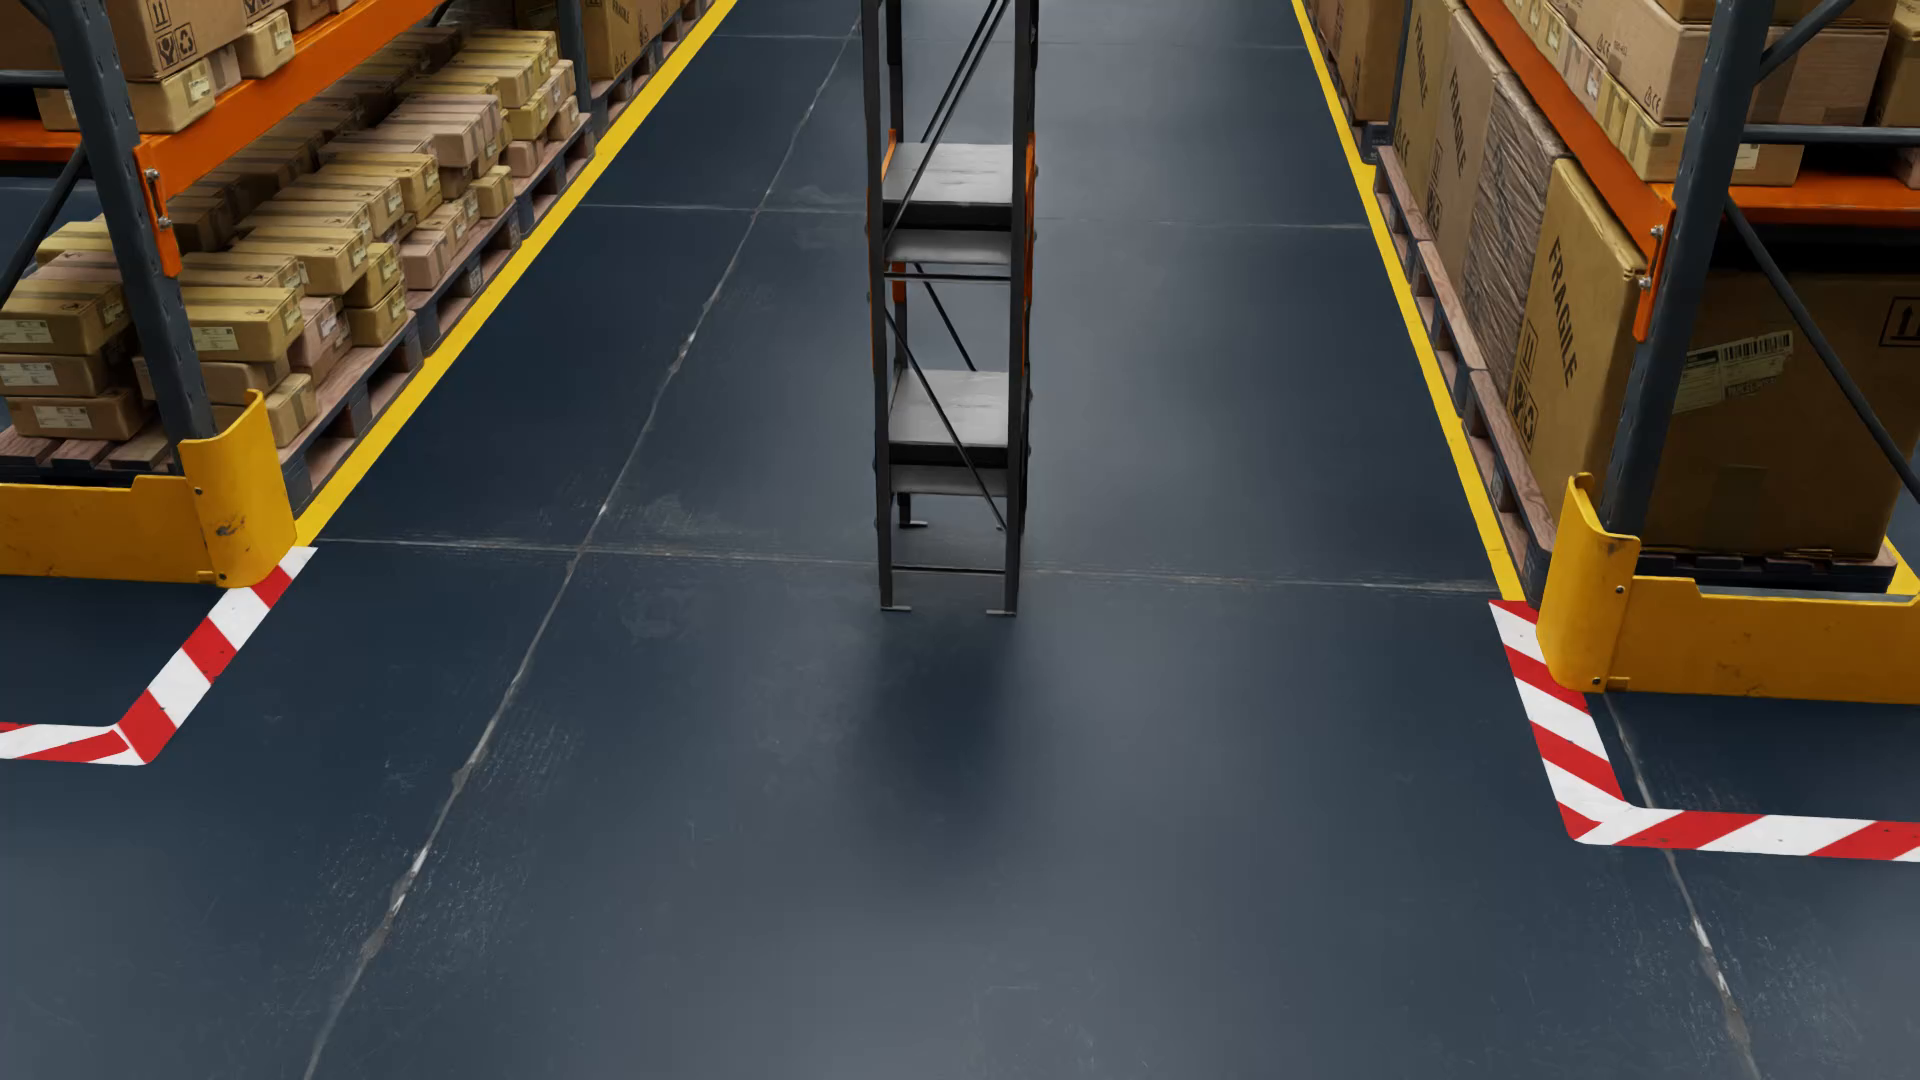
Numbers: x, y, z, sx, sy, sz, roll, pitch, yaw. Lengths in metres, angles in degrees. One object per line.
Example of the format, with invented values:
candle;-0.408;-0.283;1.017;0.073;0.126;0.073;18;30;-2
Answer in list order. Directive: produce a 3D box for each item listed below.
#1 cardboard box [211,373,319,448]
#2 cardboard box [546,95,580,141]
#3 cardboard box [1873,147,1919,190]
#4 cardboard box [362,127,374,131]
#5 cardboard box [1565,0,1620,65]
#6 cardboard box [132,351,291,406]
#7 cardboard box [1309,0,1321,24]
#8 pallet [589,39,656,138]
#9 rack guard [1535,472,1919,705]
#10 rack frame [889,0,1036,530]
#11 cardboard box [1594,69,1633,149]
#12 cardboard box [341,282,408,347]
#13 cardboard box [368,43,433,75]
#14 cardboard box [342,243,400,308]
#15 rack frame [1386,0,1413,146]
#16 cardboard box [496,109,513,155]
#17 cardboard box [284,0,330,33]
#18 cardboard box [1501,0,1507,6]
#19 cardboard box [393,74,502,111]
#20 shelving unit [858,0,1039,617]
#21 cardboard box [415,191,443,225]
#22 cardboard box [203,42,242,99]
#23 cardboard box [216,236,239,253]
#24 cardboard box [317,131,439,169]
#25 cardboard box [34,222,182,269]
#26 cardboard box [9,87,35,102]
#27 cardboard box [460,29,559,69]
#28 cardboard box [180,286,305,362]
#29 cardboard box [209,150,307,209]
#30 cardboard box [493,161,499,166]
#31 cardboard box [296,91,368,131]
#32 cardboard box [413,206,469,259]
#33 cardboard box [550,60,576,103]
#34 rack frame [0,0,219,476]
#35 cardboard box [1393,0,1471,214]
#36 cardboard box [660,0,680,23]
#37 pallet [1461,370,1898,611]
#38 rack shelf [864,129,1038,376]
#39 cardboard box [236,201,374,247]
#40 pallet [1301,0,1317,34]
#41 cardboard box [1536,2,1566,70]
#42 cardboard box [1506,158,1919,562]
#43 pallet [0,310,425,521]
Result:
cardboard box;-2.331;-0.429;5.404;0.380;0.149;0.250;3;32;5
cardboard box;-2.060;-2.041;8.020;0.380;0.149;0.250;3;32;5
cardboard box;2.600;-1.004;4.259;0.380;0.149;0.250;3;32;5
cardboard box;-2.701;-1.662;7.122;0.380;0.149;0.250;4;32;6
cardboard box;2.059;-1.532;4.736;0.500;0.250;0.500;2;32;3
cardboard box;-2.394;-0.558;5.331;0.380;0.149;0.250;4;32;6
cardboard box;2.736;-3.571;9.810;1.225;0.875;0.875;3;32;4
pallet;-2.305;-2.515;9.130;1.003;0.211;1.213;2;32;4
rack guard;2.240;0.138;4.550;1.175;0.500;0.348;2;32;4
rack frame;0.006;-0.935;4.766;0.400;2.100;0.015;2;32;4
cardboard box;1.963;-1.168;4.526;0.380;0.149;0.250;3;32;4
cardboard box;-2.248;-0.829;6.053;0.380;0.149;0.250;3;32;5
cardboard box;-2.683;-2.201;7.712;0.380;0.149;0.250;4;32;6
cardboard box;-2.255;-0.961;5.983;0.380;0.149;0.250;3;32;6
rack frame;2.568;-3.031;7.309;1.000;3.000;0.127;2;32;4
cardboard box;-2.208;-1.799;7.344;0.380;0.149;0.250;3;32;4
cardboard box;-2.354;-1.808;5.563;0.380;0.149;0.250;2;32;3
cardboard box;2.087;-1.968;5.824;0.380;0.149;0.250;2;32;3
cardboard box;-2.230;-1.918;7.254;0.380;0.149;0.250;3;32;6
shelving unit;-0.013;-0.807;4.559;0.431;2.100;0.503;2;32;4
cardboard box;-2.315;-1.388;6.676;0.380;0.149;0.250;4;32;6
cardboard box;-2.360;-1.387;4.881;0.380;0.149;0.250;4;32;6
cardboard box;-2.769;-0.992;6.033;0.380;0.149;0.250;2;32;3
cardboard box;-2.299;-1.506;6.585;0.380;0.149;0.250;3;32;4
cardboard box;-2.930;-0.980;5.730;0.380;0.149;0.250;2;32;3
cardboard box;-2.890;-1.408;4.915;0.380;0.149;0.250;2;32;4
cardboard box;-2.137;-2.317;7.900;0.380;0.149;0.250;3;32;5
cardboard box;-2.312;-0.682;5.247;0.380;0.149;0.250;1;32;2
cardboard box;-2.748;-1.388;6.393;0.380;0.149;0.250;1;32;2
cardboard box;-2.264;-1.635;7.361;0.380;0.149;0.250;2;32;3
cardboard box;-2.755;-1.800;7.061;0.380;0.149;0.250;3;32;5
cardboard box;-2.219;-1.239;6.718;0.380;0.149;0.250;2;32;4
cardboard box;-2.076;-2.209;8.009;0.380;0.149;0.250;3;32;5
rack frame;-2.693;-1.204;4.344;1.000;3.000;0.127;2;32;4
cardboard box;2.435;-1.963;7.201;0.875;0.875;0.875;2;32;4
cardboard box;-1.972;-3.336;9.787;0.500;0.500;0.500;3;32;5
pallet;2.229;-0.173;5.330;1.003;0.211;1.213;2;32;4
rack shelf;-0.013;-0.796;4.566;0.431;0.518;0.480;2;32;4
cardboard box;-2.323;-1.090;5.910;0.380;0.149;0.250;1;32;2
pallet;2.754;-3.526;10.770;1.003;0.211;1.213;2;32;4
cardboard box;2.025;-1.566;5.172;0.380;0.149;0.250;2;32;3
cardboard box;2.215;-0.551;4.910;0.875;0.875;0.875;2;32;4
pallet;-2.585;-0.480;5.827;1.003;0.211;1.213;2;32;4
